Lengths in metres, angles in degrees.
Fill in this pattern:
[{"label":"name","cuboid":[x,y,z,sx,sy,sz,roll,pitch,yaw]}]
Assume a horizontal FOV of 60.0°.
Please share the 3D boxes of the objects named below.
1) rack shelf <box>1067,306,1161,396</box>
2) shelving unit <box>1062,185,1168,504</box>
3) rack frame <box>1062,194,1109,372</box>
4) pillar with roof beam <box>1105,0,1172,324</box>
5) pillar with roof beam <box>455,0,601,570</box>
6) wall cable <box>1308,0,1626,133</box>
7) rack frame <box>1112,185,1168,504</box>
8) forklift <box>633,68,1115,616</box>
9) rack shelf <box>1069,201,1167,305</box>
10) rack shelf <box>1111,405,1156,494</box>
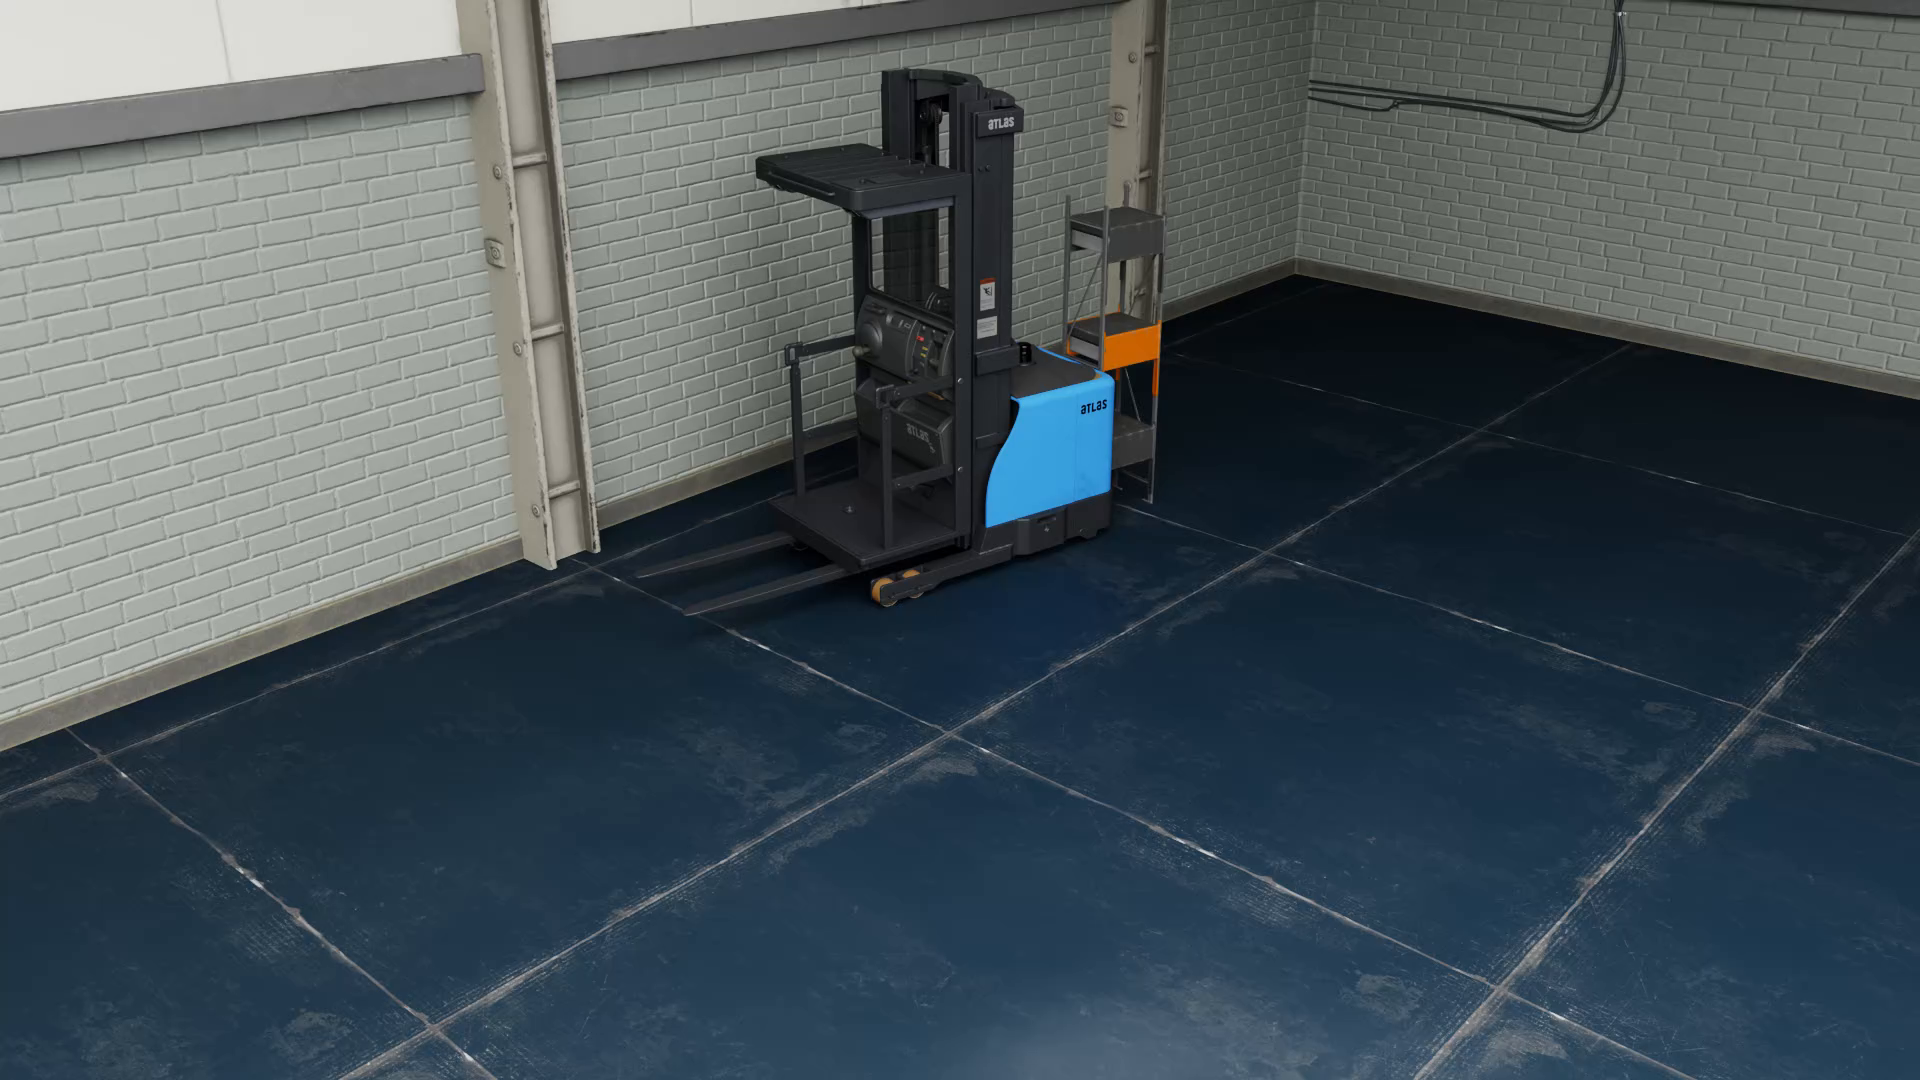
[{"label":"rack shelf","cuboid":[0.987,-1.197,10.887,0.480,0.518,0.431,-17,29,-33]},{"label":"shelving unit","cuboid":[0.987,-1.210,10.881,0.503,2.100,0.431,-17,29,-33]},{"label":"rack frame","cuboid":[0.790,-1.151,10.750,0.015,2.100,0.400,-17,29,-33]},{"label":"pillar with roof beam","cuboid":[4.680,-4.672,10.171,9.100,9.000,0.400,20,31,38]},{"label":"pillar with roof beam","cuboid":[0.676,-2.844,6.094,9.100,9.000,0.400,20,31,38]},{"label":"wall cable","cuboid":[4.425,-4.967,14.625,3.097,2.526,0.112,20,31,38]},{"label":"rack frame","cuboid":[1.184,-1.268,11.012,0.015,2.100,0.400,-17,29,-33]},{"label":"forklift","cuboid":[-0.503,-1.187,9.816,3.031,2.935,1.130,-17,29,-33]},{"label":"rack shelf","cuboid":[0.987,-1.836,10.600,0.480,0.518,0.431,-17,29,-33]},{"label":"rack shelf","cuboid":[0.987,-0.558,11.173,0.480,0.518,0.431,-17,29,-33]}]
